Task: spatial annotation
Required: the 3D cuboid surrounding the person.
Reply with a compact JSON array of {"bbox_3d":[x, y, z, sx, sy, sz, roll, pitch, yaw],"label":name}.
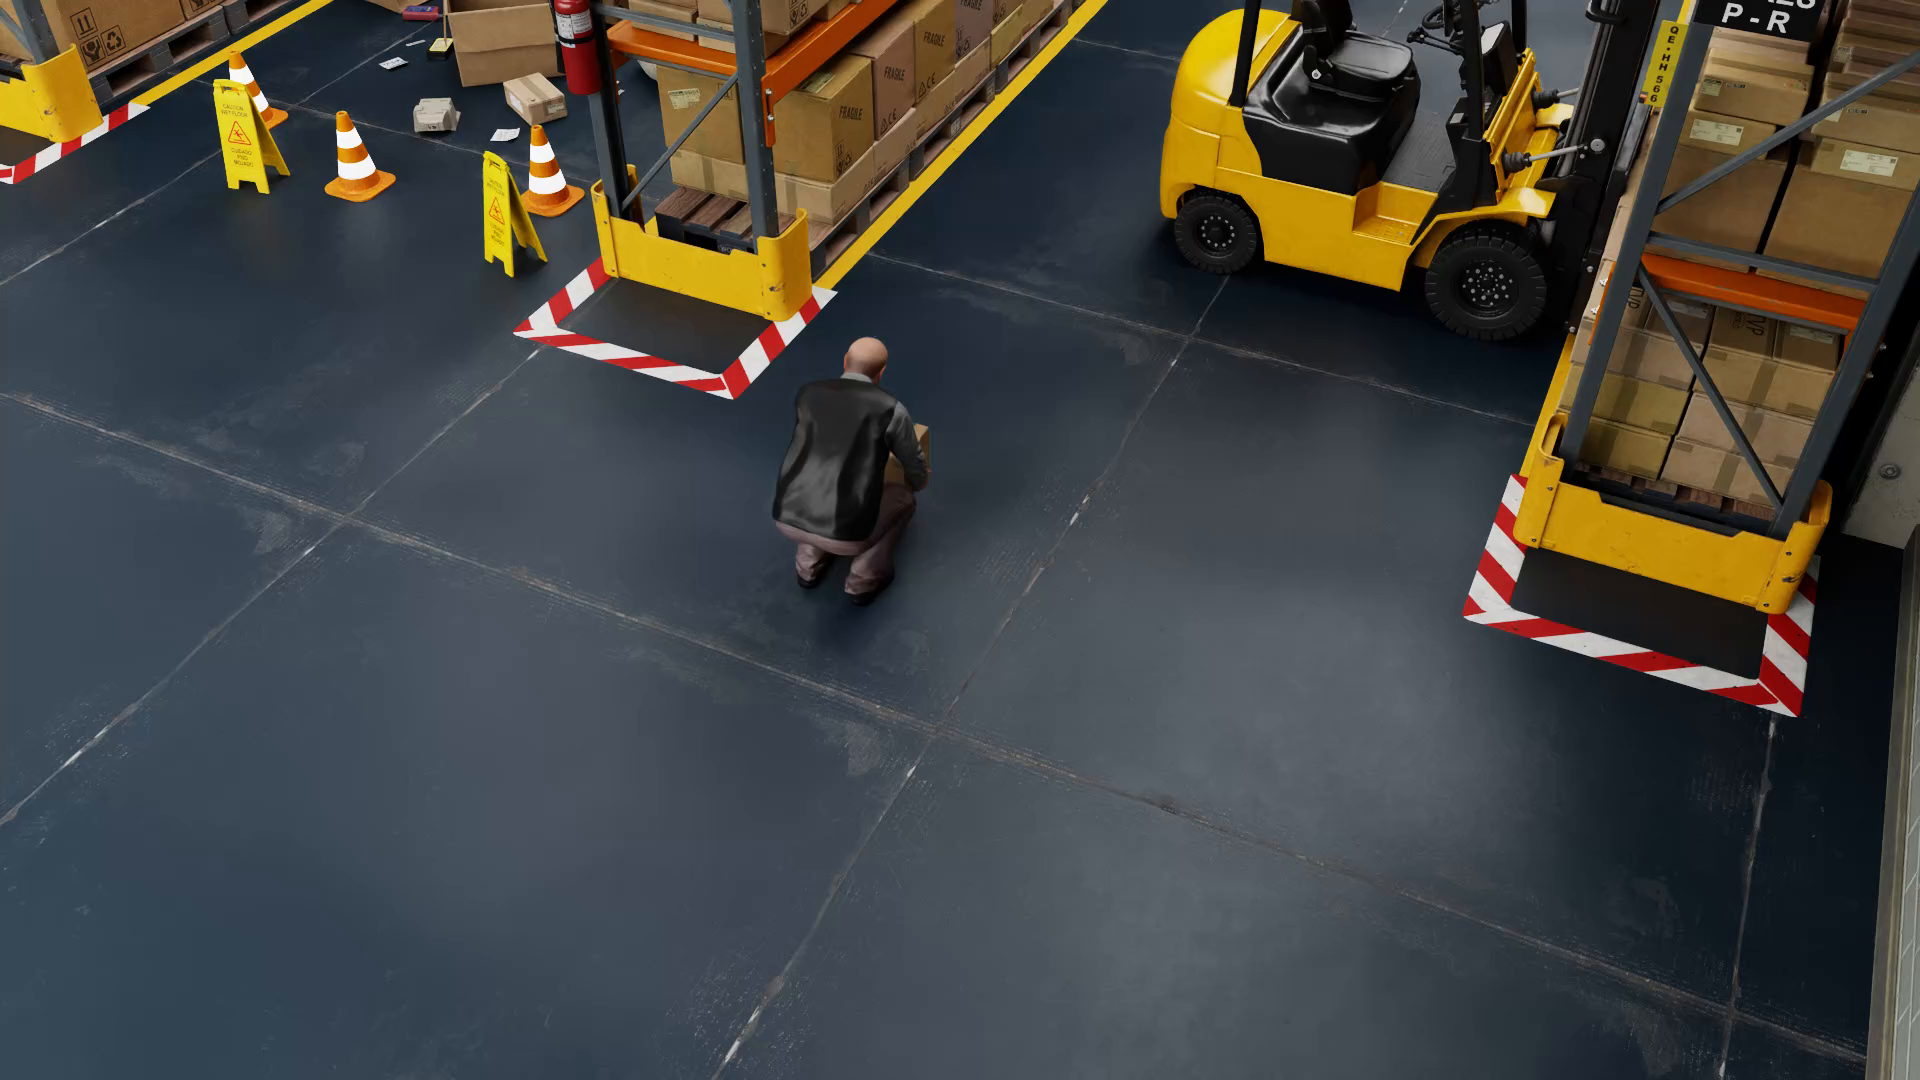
[{"bbox_3d":[-0.473,-0.301,7.041,0.539,0.923,0.873,17,45,18],"label":"person"}]
